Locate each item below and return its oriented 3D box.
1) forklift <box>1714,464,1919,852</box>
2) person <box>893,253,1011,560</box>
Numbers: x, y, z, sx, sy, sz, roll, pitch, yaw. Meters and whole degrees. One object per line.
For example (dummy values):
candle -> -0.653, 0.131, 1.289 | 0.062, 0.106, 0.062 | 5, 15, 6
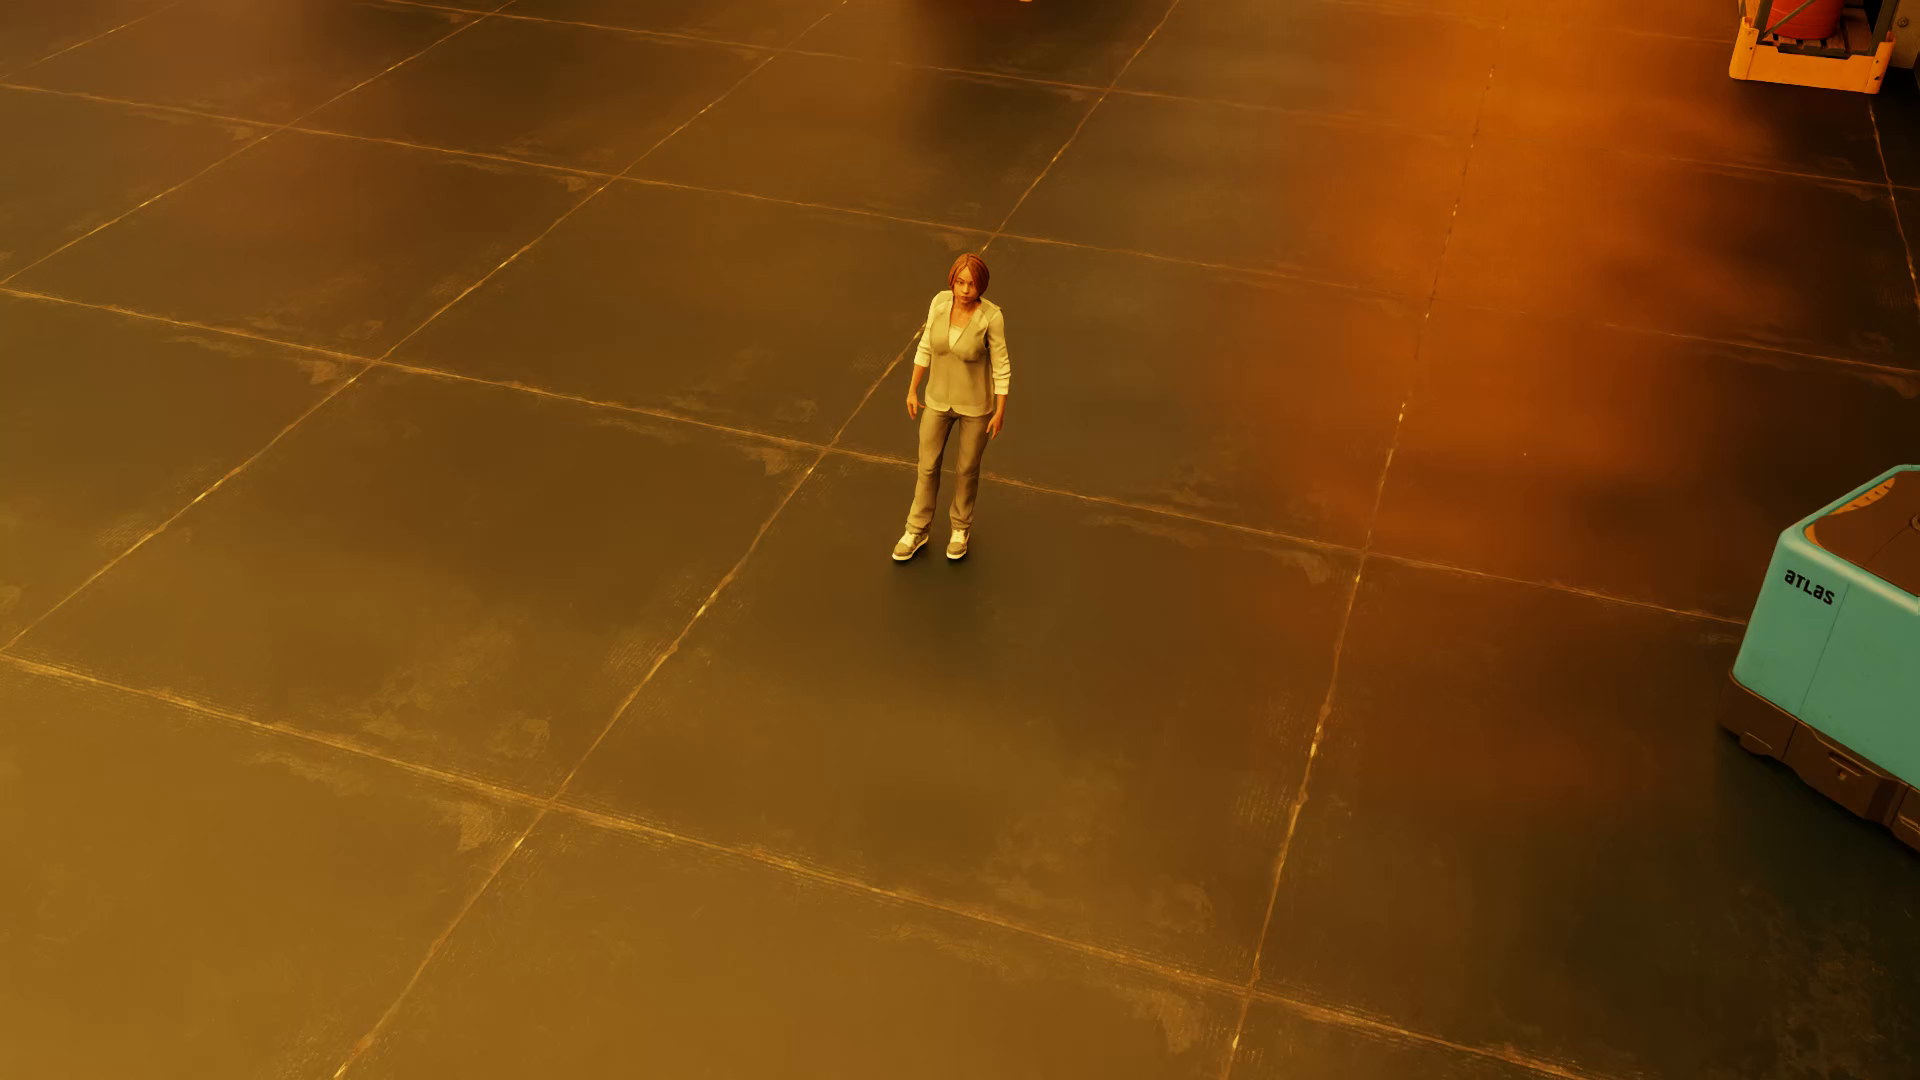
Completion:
forklift -> 4.629, 0.179, 5.859 | 1.130, 2.935, 3.031 | -22, 41, -28
person -> -0.038, -0.620, 8.126 | 0.520, 1.597, 0.475 | 12, 37, 16
